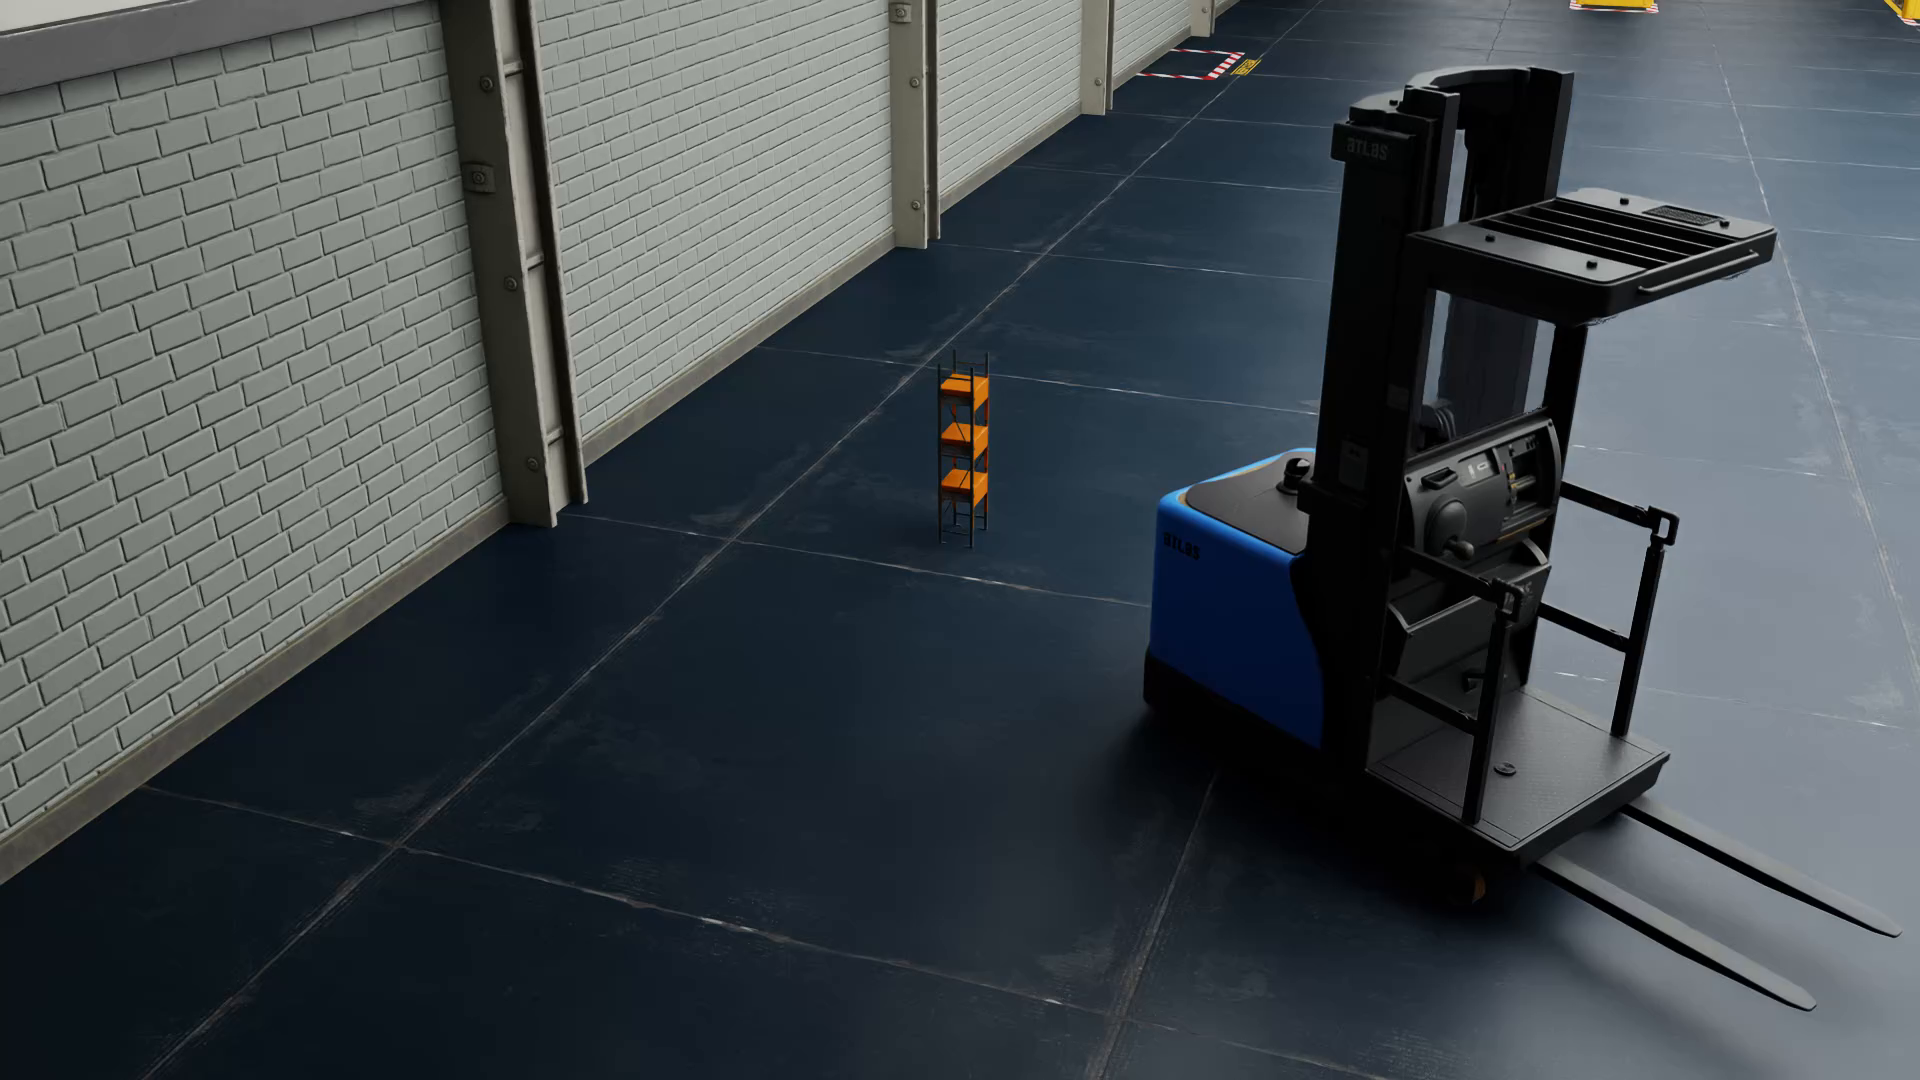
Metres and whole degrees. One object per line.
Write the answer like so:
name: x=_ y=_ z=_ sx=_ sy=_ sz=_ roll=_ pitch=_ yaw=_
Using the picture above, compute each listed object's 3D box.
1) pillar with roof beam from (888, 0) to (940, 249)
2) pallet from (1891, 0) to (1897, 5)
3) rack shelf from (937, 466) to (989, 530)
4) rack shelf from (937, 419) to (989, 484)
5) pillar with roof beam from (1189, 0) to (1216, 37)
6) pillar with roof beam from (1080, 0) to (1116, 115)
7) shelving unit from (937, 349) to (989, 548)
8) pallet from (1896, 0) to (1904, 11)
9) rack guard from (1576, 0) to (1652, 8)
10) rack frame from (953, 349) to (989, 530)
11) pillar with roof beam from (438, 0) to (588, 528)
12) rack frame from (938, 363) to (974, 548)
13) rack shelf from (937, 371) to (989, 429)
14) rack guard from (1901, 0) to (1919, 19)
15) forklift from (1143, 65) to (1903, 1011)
pillar with roof beam: x=3.674 y=-6.064 z=11.447 sx=9.100 sy=9.000 sz=0.400 roll=9 pitch=27 yaw=17
pallet: x=16.194 y=-9.151 z=27.907 sx=1.003 sy=0.211 sz=1.213 roll=9 pitch=27 yaw=17
rack shelf: x=0.018 y=-0.235 z=9.192 sx=0.215 sy=0.259 sz=0.240 roll=9 pitch=27 yaw=17
rack shelf: x=0.018 y=-0.485 z=9.071 sx=0.215 sy=0.259 sz=0.240 roll=9 pitch=27 yaw=17
pillar with roof beam: x=7.668 y=-10.995 z=21.632 sx=9.100 sy=9.000 sz=0.400 roll=9 pitch=27 yaw=17
pillar with roof beam: x=5.671 y=-8.529 z=16.540 sx=9.100 sy=9.000 sz=0.400 roll=9 pitch=27 yaw=17
shelving unit: x=0.018 y=-0.495 z=9.067 sx=0.215 sy=1.050 sz=0.252 roll=9 pitch=27 yaw=17
pallet: x=15.786 y=-8.651 z=26.875 sx=1.003 sy=0.211 sz=1.213 roll=9 pitch=27 yaw=17
rack guard: x=10.852 y=-9.120 z=27.512 sx=1.175 sy=0.500 sz=0.348 roll=9 pitch=27 yaw=17
rack frame: x=0.058 y=-0.545 z=9.170 sx=0.200 sy=1.050 sz=0.008 roll=9 pitch=27 yaw=17
pillar with roof beam: x=1.678 y=-3.598 z=6.355 sx=9.100 sy=9.000 sz=0.400 roll=9 pitch=27 yaw=17
rack frame: x=-0.023 y=-0.444 z=8.963 sx=0.200 sy=1.050 sz=0.008 roll=9 pitch=27 yaw=17
rack shelf: x=0.018 y=-0.740 z=8.948 sx=0.215 sy=0.259 sz=0.240 roll=9 pitch=27 yaw=17
rack guard: x=15.511 y=-8.448 z=26.124 sx=1.175 sy=0.500 sz=0.348 roll=9 pitch=27 yaw=17
forklift: x=2.141 y=-0.165 z=6.228 sx=1.130 sy=2.935 sz=3.031 roll=-19 pitch=32 yaw=-34
